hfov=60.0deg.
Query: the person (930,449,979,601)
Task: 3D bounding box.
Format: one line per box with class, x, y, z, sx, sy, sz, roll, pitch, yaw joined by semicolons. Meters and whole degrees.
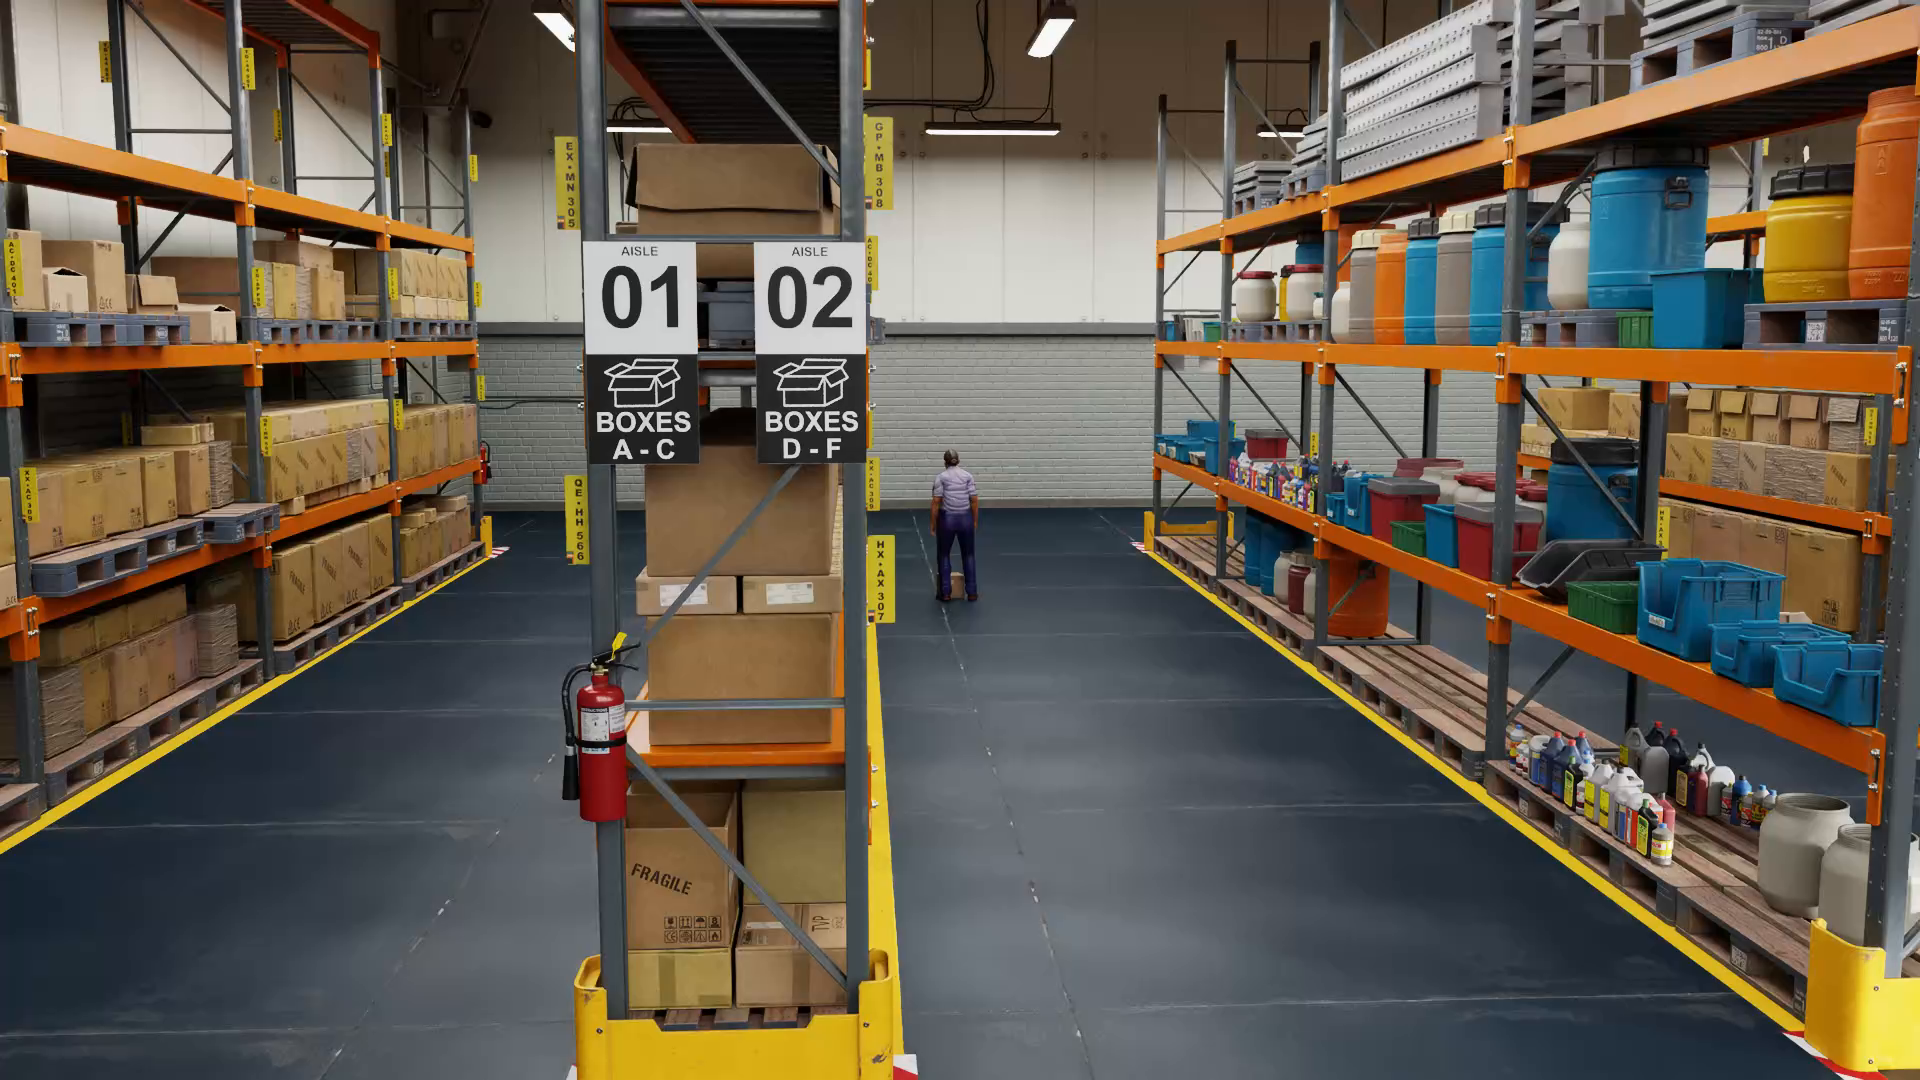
person;-0.047;-0.163;18.118;0.560;1.652;0.363;-2;7;-13
